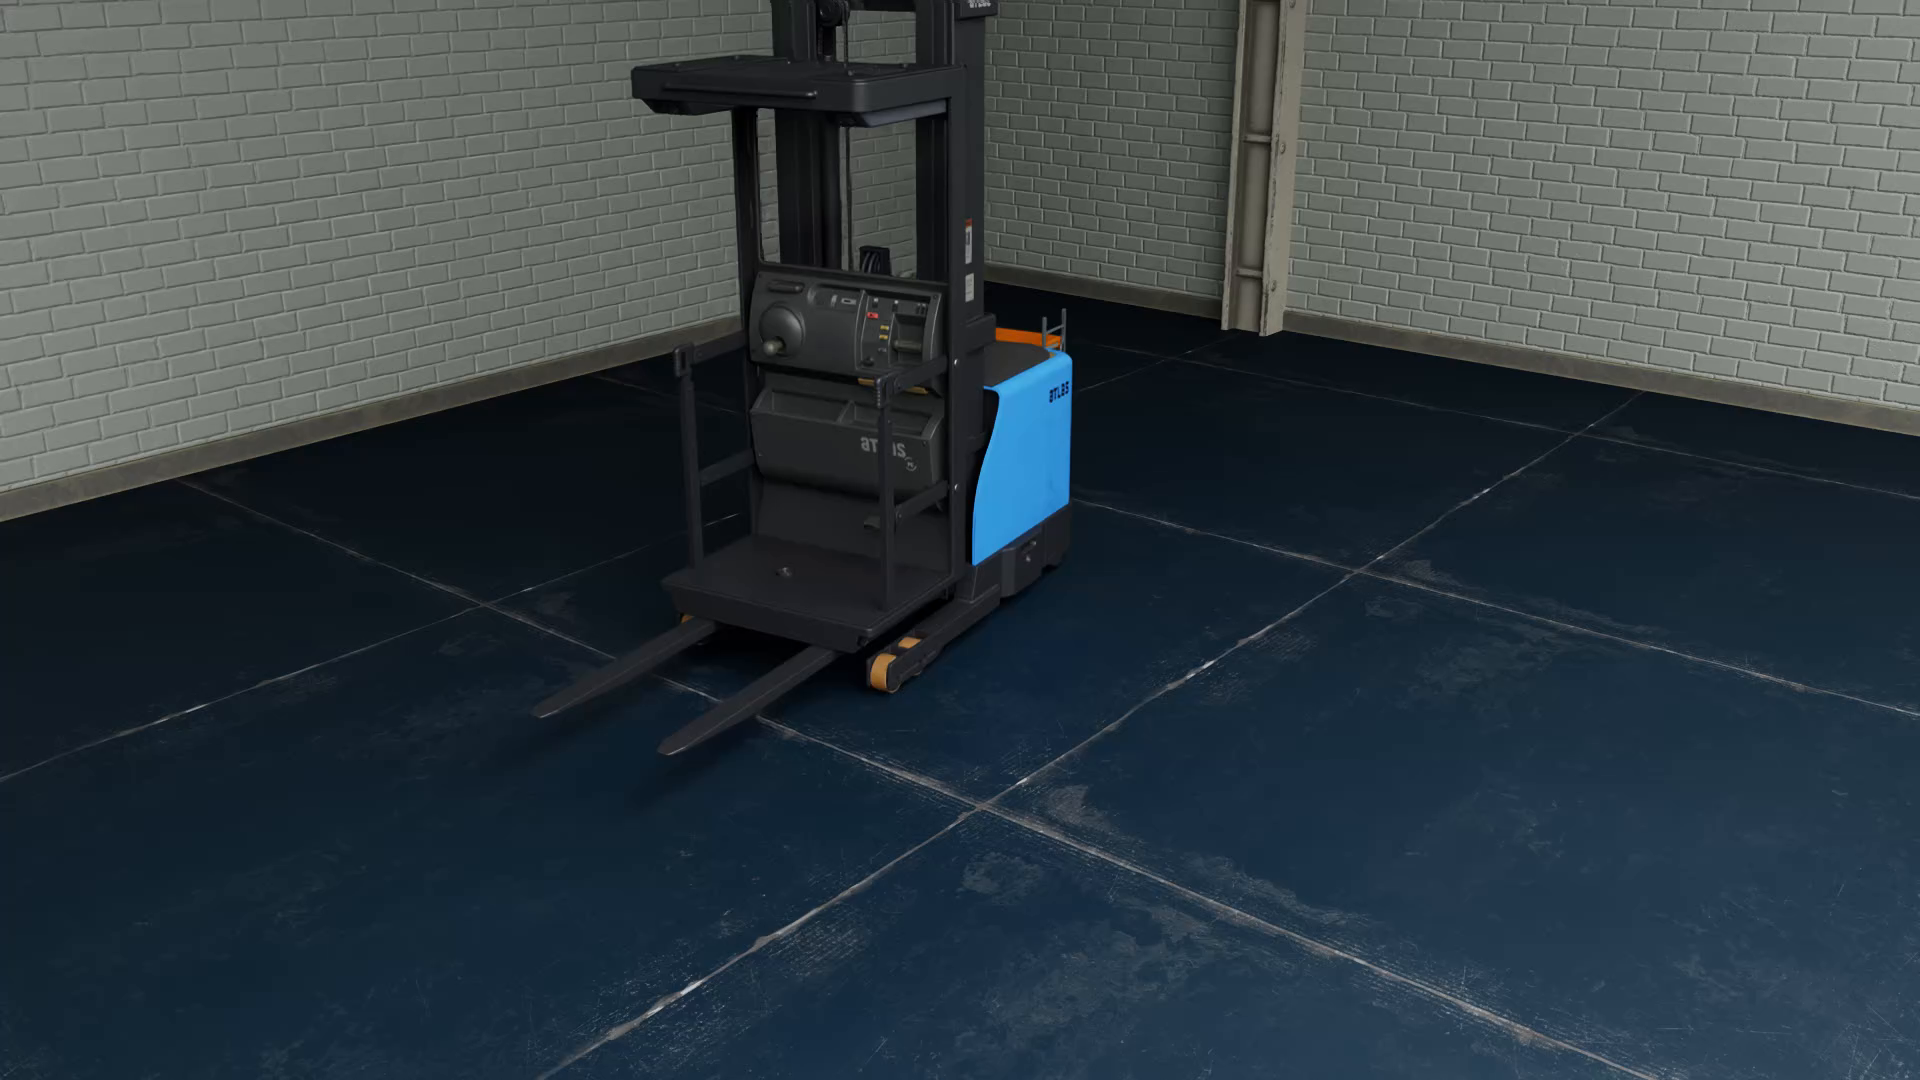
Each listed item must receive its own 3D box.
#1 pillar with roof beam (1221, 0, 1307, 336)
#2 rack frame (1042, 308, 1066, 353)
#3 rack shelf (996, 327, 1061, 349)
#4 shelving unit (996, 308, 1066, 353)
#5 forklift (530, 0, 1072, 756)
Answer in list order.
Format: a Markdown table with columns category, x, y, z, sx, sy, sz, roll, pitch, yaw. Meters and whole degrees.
| category | x | y | z | sx | sy | sz | roll | pitch | yaw |
| --- | --- | --- | --- | --- | --- | --- | --- | --- | --- |
| pillar with roof beam | -0.427 | -4.690 | 8.352 | 0.400 | 9.000 | 9.100 | 16 | 26 | 36 |
| rack frame | 0.467 | -0.565 | 8.465 | 0.015 | 1.200 | 0.240 | 11 | 23 | 27 |
| rack shelf | 0.255 | -0.976 | 8.439 | 0.480 | 0.148 | 0.258 | 11 | 23 | 27 |
| shelving unit | 0.254 | -0.607 | 8.576 | 0.503 | 1.200 | 0.258 | 11 | 23 | 27 |
| forklift | -0.599 | -0.912 | 6.933 | 1.130 | 2.935 | 3.031 | 11 | 23 | 27 |
